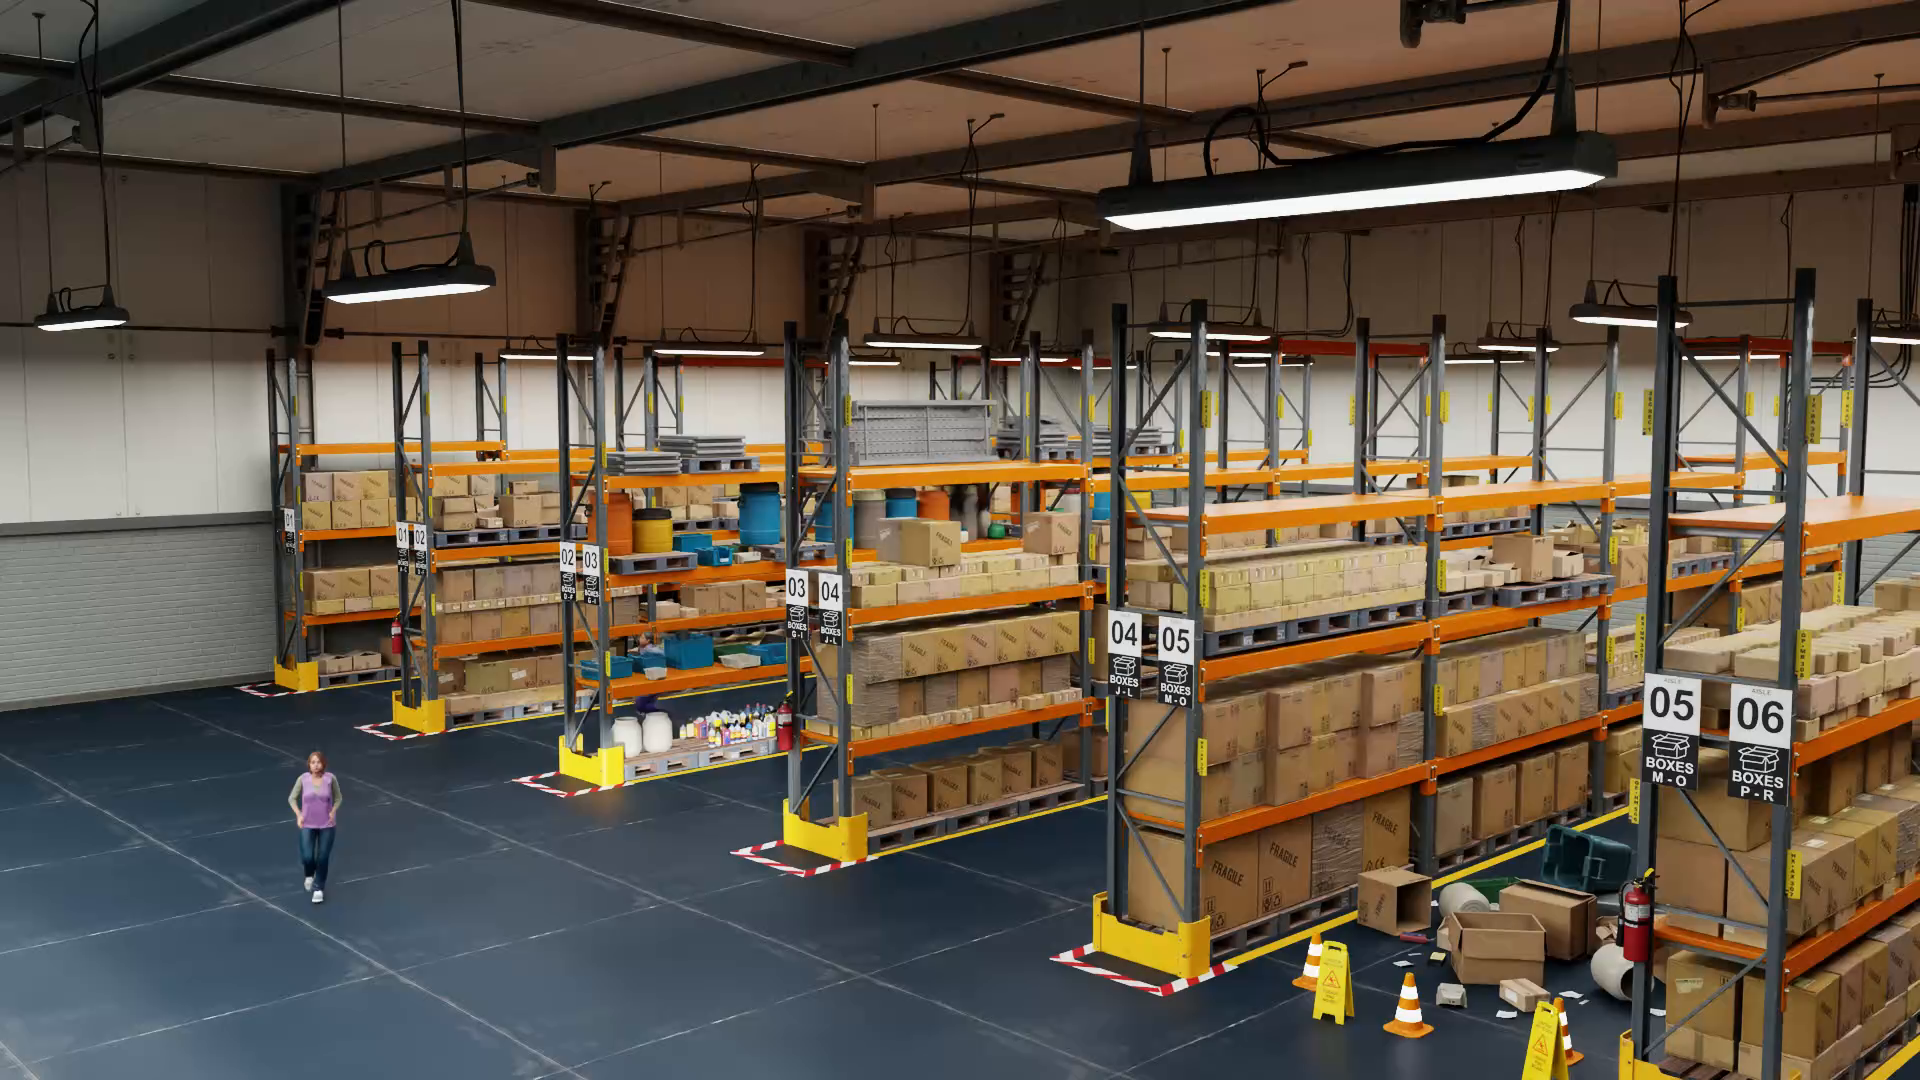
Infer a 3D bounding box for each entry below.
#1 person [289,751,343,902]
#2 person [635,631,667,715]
[{"bbox_3d":[-6.550,2.922,16.934,0.518,1.554,0.526,-2,5,-22],"label":"person"},{"bbox_3d":[-4.715,2.188,25.199,0.676,1.602,0.630,-3,6,-31],"label":"person"}]
